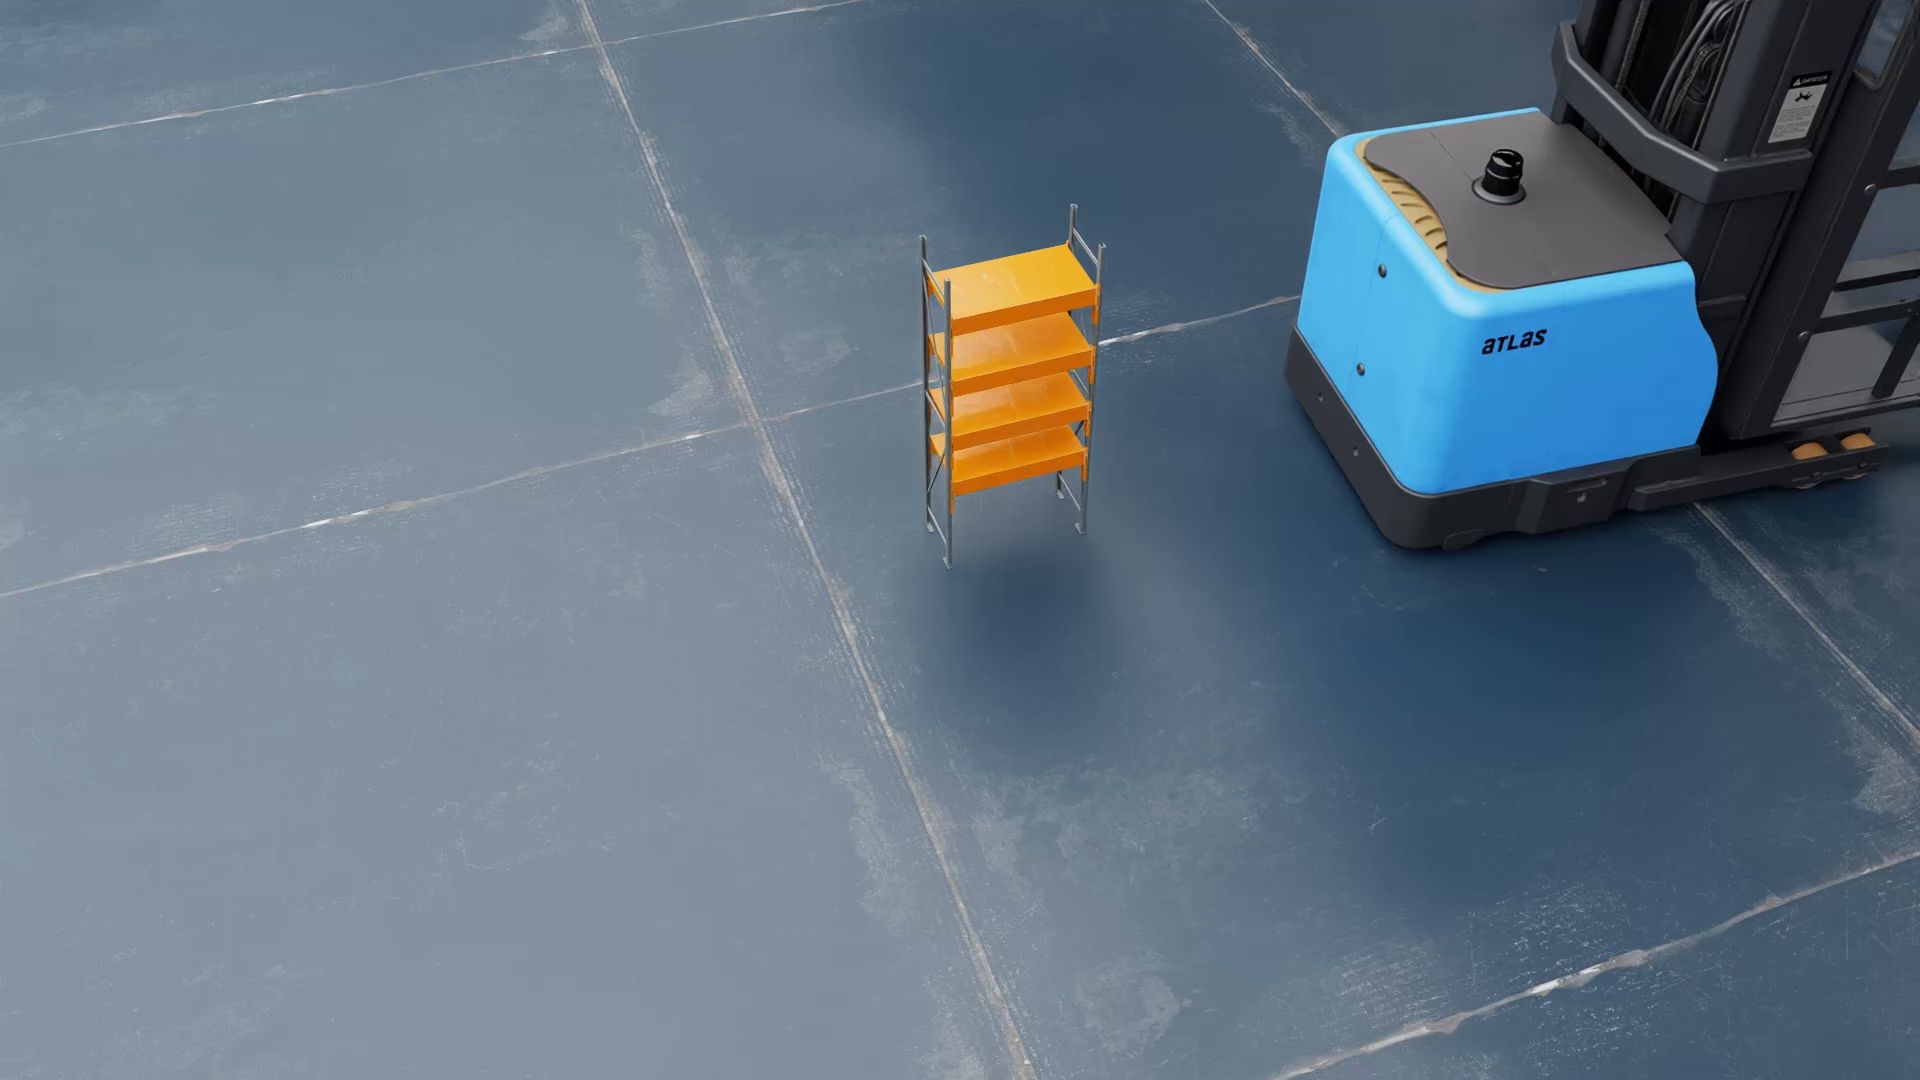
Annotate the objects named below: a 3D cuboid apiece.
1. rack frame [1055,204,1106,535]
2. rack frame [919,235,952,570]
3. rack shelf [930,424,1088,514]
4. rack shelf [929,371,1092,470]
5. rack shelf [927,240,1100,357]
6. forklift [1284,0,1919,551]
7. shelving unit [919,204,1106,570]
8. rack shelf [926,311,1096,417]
[{"bbox_3d":[0.385,-0.522,5.423,0.015,1.200,0.240,-14,47,-14],"label":"rack frame"},{"bbox_3d":[-0.074,-0.405,5.306,0.015,1.200,0.240,-14,47,-14],"label":"rack frame"},{"bbox_3d":[0.156,-0.276,5.553,0.480,0.148,0.258,-14,47,-14],"label":"rack shelf"},{"bbox_3d":[0.156,-0.416,5.412,0.480,0.148,0.258,-14,47,-14],"label":"rack shelf"},{"bbox_3d":[0.156,-0.741,5.086,0.480,0.148,0.258,-14,47,-14],"label":"rack shelf"},{"bbox_3d":[2.797,-1.570,5.246,3.031,2.935,1.130,-11,46,-10],"label":"forklift"},{"bbox_3d":[0.156,-0.463,5.365,0.503,1.200,0.258,-14,47,-14],"label":"shelving unit"},{"bbox_3d":[0.156,-0.574,5.254,0.480,0.148,0.258,-14,47,-14],"label":"rack shelf"}]
